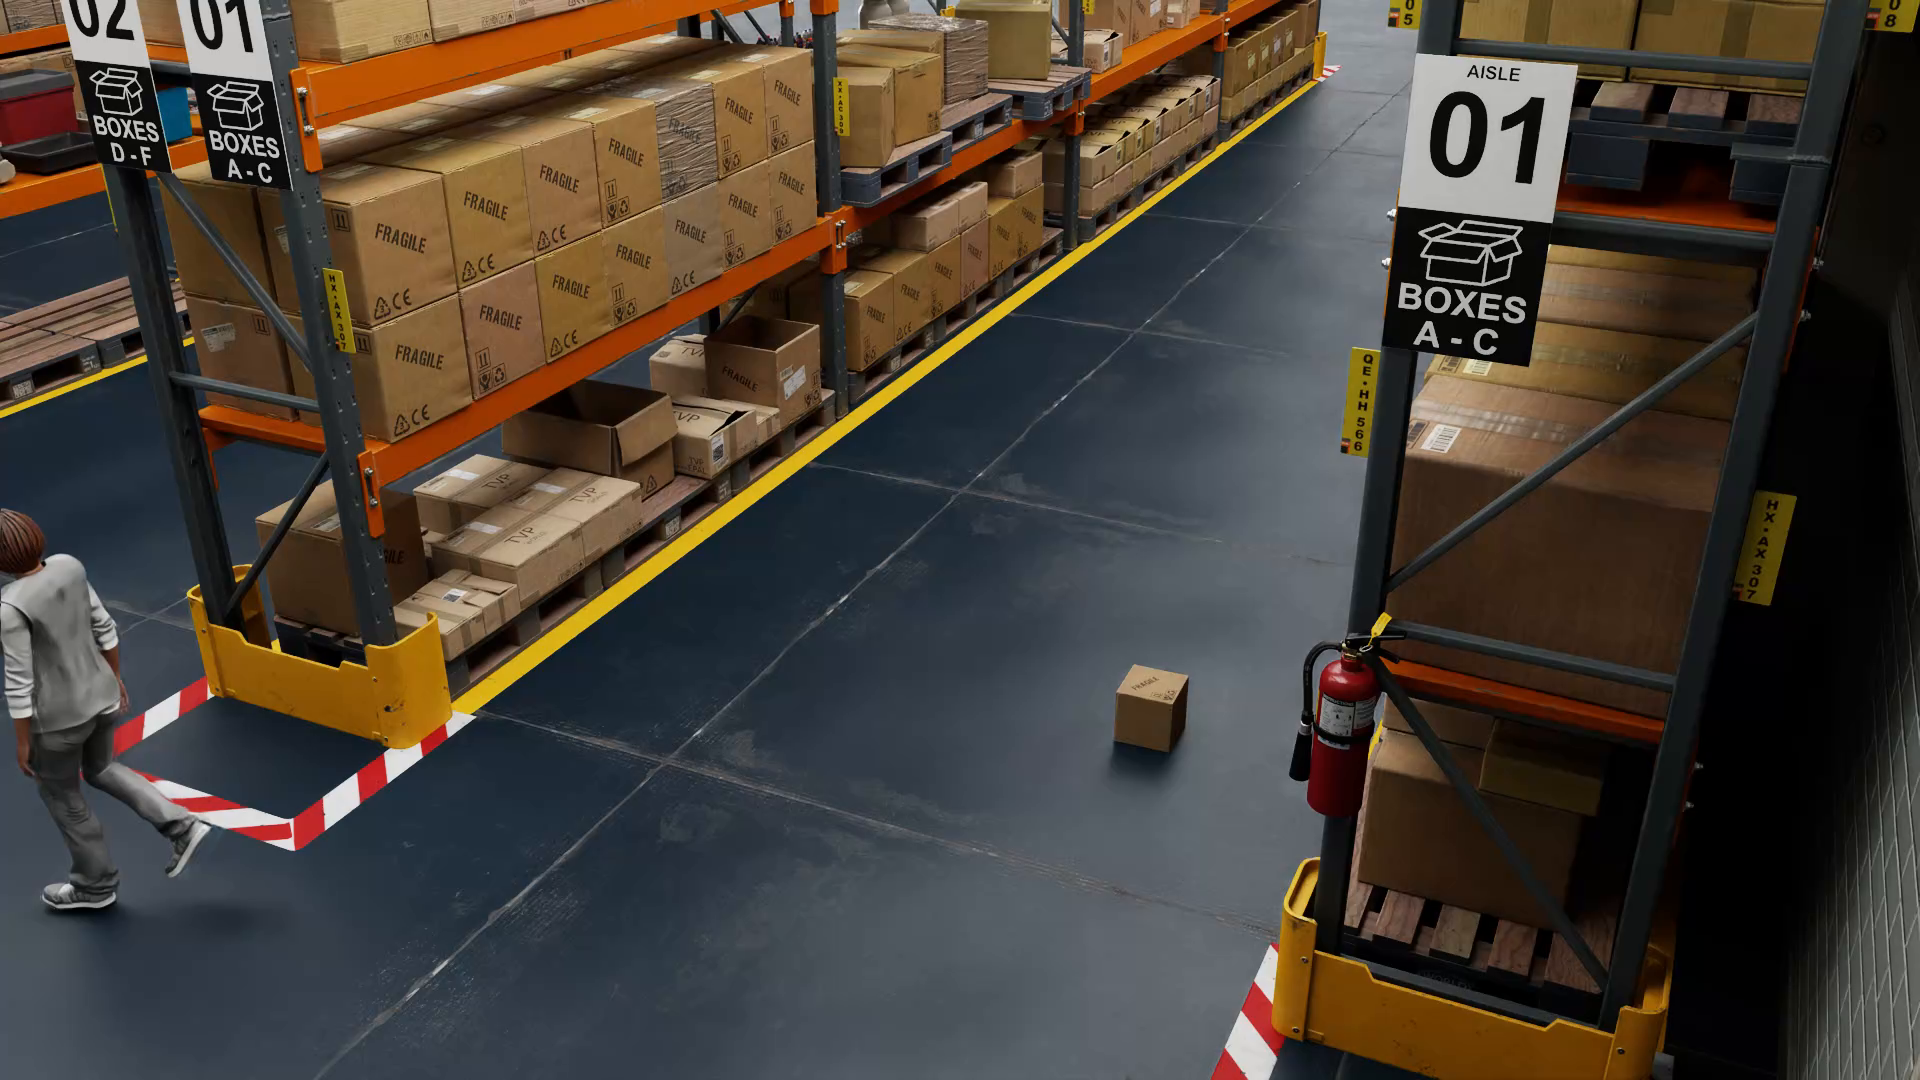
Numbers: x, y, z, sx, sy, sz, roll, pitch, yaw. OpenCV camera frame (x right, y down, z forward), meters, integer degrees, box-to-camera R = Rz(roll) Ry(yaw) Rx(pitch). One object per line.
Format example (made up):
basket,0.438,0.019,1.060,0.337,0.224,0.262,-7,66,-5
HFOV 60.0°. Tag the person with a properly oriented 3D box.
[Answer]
person,-3.081,0.612,5.869,0.612,1.583,0.465,6,27,11
